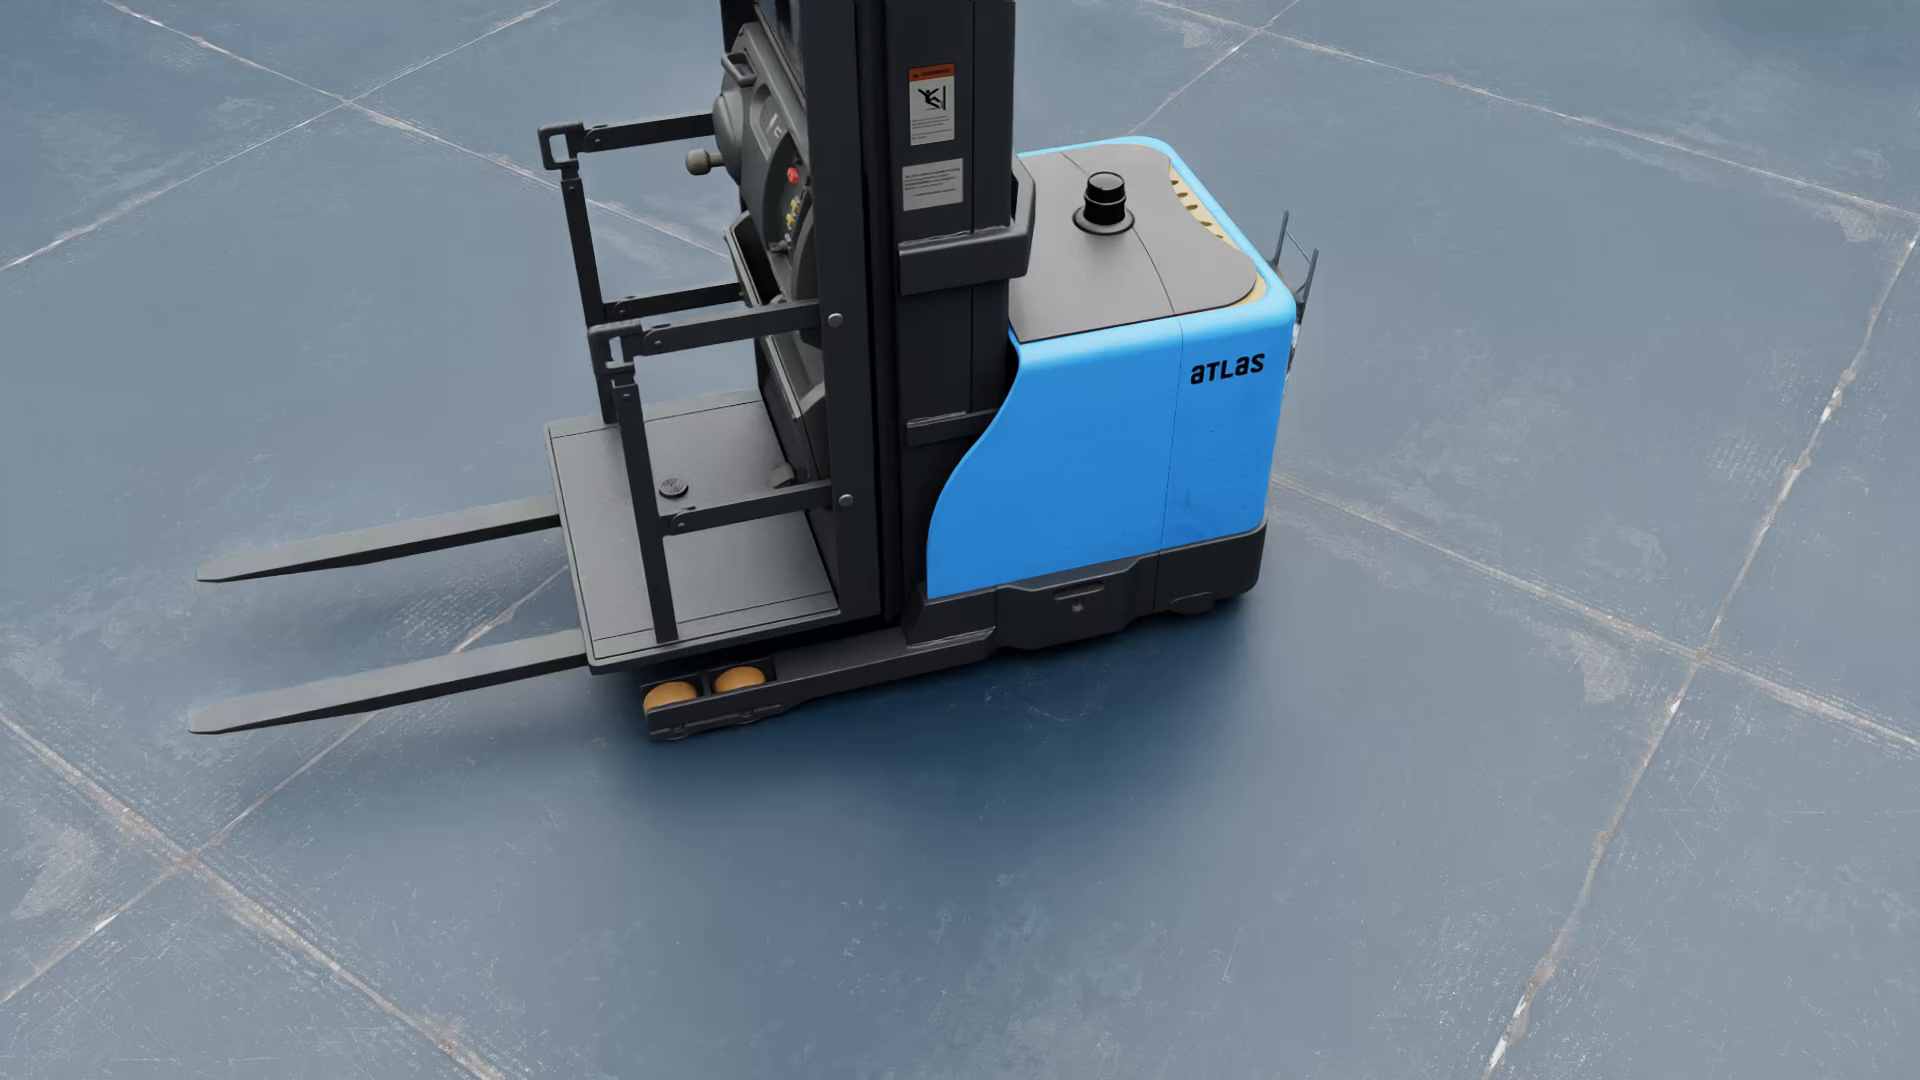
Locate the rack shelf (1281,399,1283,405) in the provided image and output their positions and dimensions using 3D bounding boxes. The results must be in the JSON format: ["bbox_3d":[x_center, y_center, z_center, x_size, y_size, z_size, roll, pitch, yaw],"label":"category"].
[{"bbox_3d":[0.878,-0.480,5.286,0.200,0.077,0.258,-7,42,-14],"label":"rack shelf"}]

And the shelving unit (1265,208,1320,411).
[{"bbox_3d":[0.887,-0.573,5.205,0.210,0.900,0.258,-7,42,-14],"label":"shelving unit"}]

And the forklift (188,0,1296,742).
[{"bbox_3d":[-0.672,-0.932,4.094,3.031,2.935,1.130,-12,43,-13],"label":"forklift"}]

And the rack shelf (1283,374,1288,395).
[{"bbox_3d":[0.884,-0.548,5.227,0.200,0.077,0.258,-7,42,-14],"label":"rack shelf"}]

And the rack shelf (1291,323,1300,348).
[{"bbox_3d":[0.897,-0.684,5.110,0.200,0.077,0.258,-7,42,-14],"label":"rack shelf"}]

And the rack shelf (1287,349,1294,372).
[{"bbox_3d":[0.891,-0.616,5.169,0.200,0.077,0.258,-7,42,-14],"label":"rack shelf"}]

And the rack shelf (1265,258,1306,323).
[{"bbox_3d":[0.903,-0.752,5.051,0.200,0.077,0.258,-7,42,-14],"label":"rack shelf"}]

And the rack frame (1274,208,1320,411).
[{"bbox_3d":[0.985,-0.585,5.229,0.006,0.900,0.240,-7,42,-14],"label":"rack frame"}]
